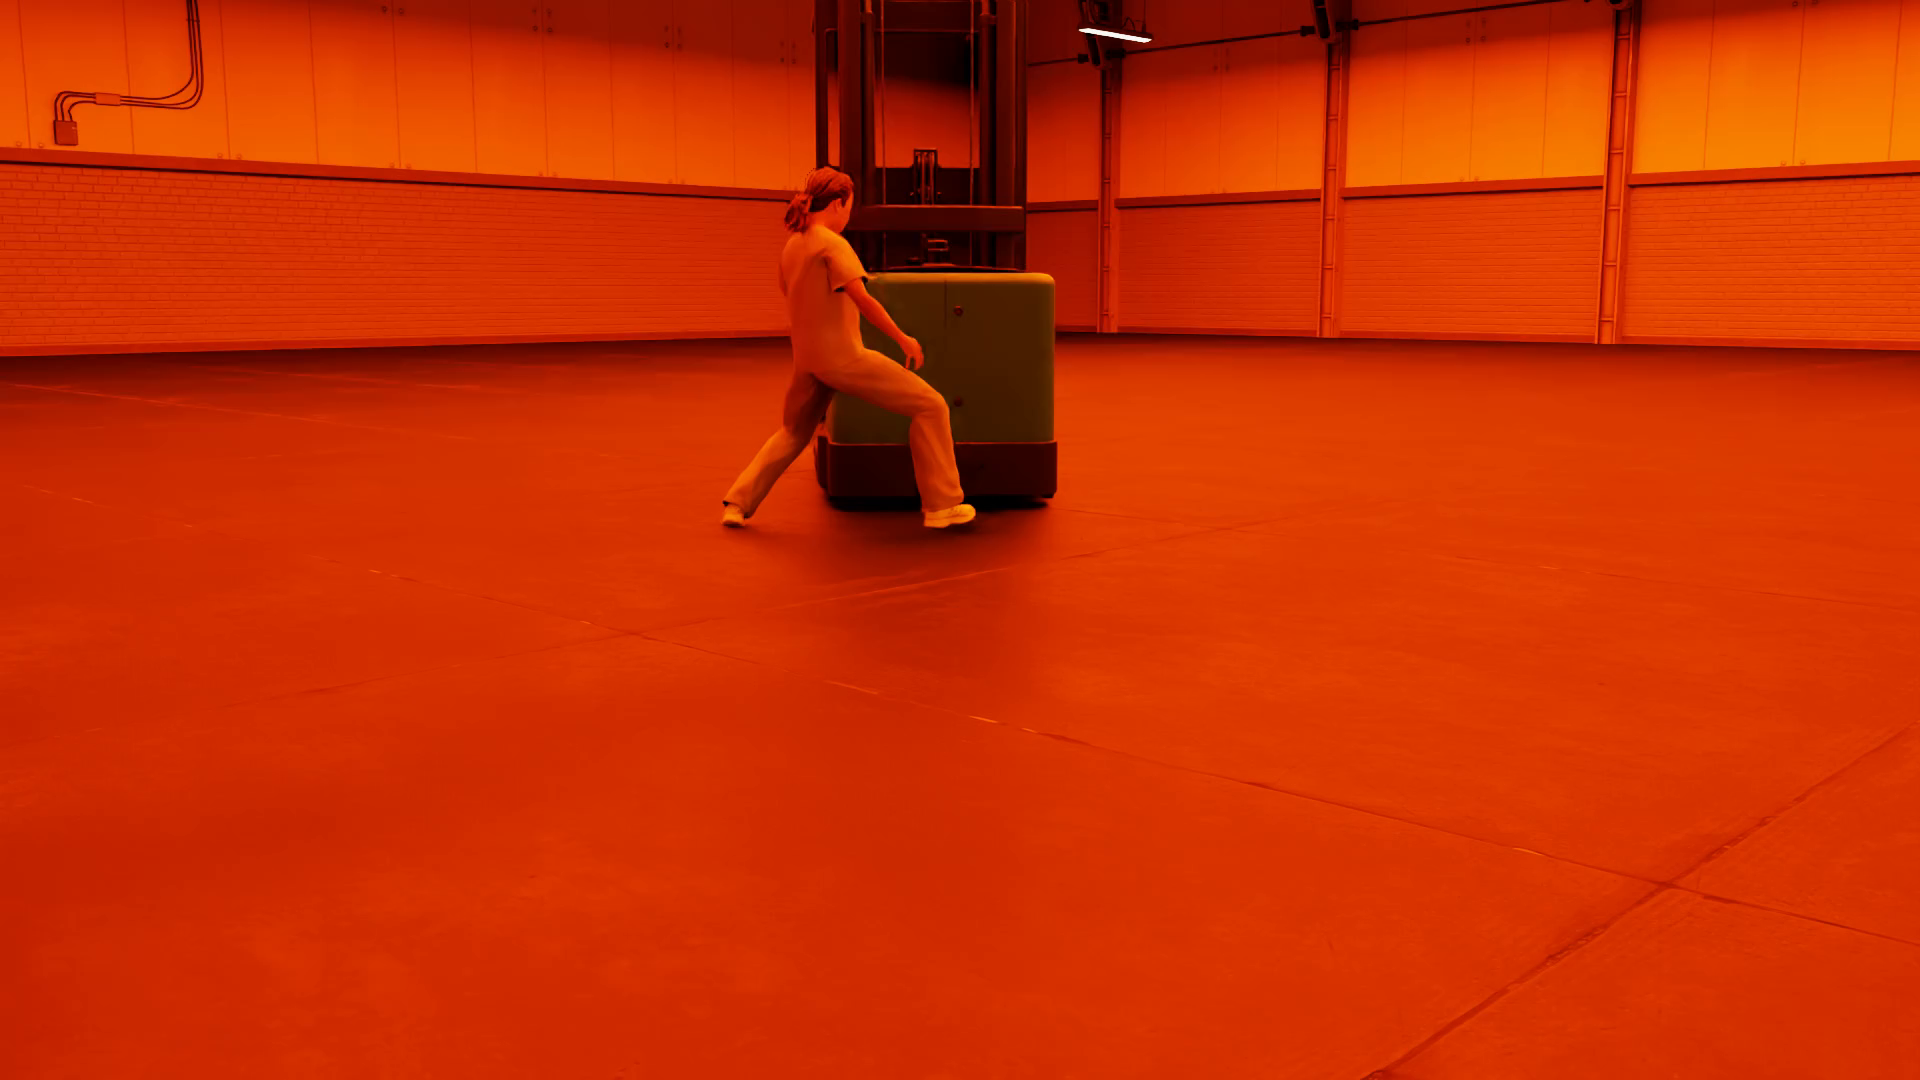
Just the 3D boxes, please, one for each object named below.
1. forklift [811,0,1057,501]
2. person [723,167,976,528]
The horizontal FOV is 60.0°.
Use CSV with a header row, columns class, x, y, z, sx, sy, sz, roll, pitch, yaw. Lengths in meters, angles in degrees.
class,x,y,z,sx,sy,sz,roll,pitch,yaw
forklift,-0.225,-1.801,8.838,1.130,2.935,3.031,-1,9,-6
person,-0.496,-0.780,6.998,0.880,1.538,0.939,-6,11,-36
